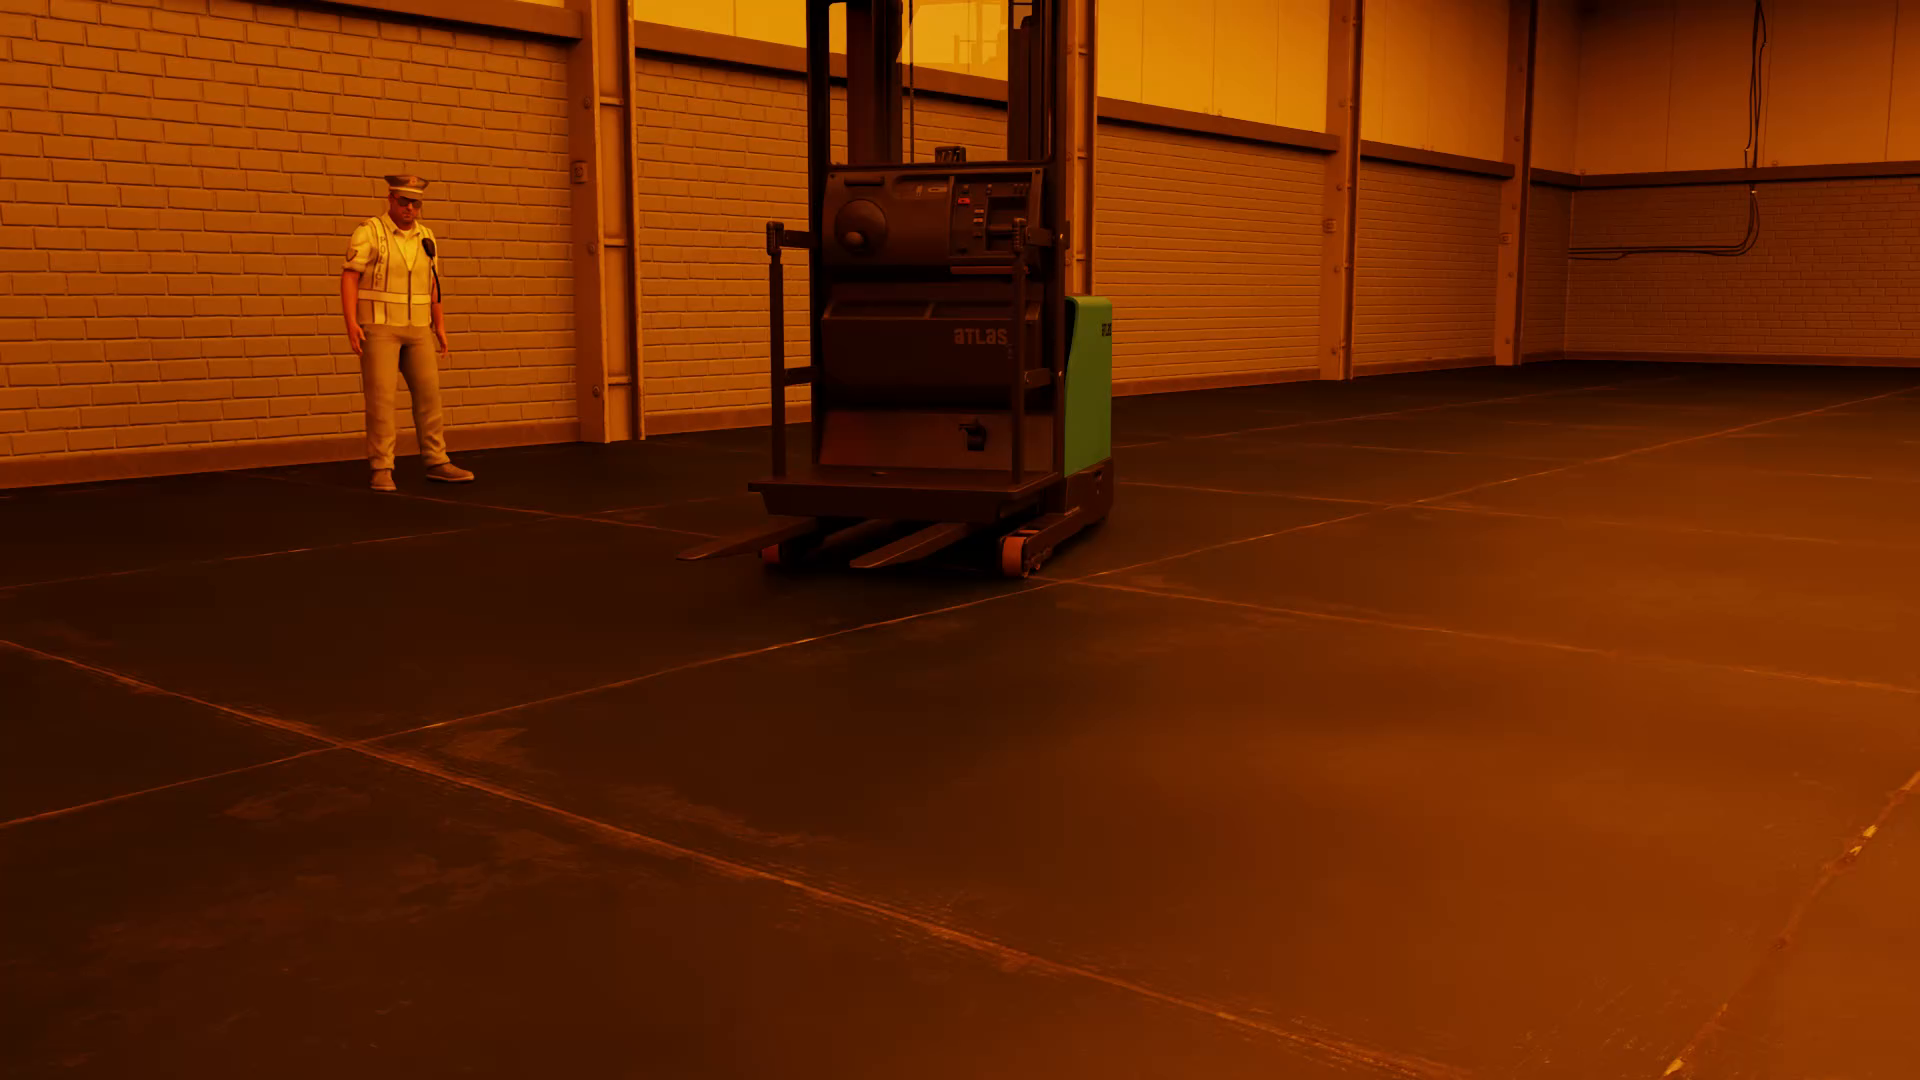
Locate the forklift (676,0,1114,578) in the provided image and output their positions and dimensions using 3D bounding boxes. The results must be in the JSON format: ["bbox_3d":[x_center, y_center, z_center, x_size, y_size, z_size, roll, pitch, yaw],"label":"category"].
[{"bbox_3d":[-0.176,-1.366,6.616,1.130,2.935,3.031,3,9,17],"label":"forklift"}]

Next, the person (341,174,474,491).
[{"bbox_3d":[-3.175,-1.184,9.465,0.482,1.755,0.674,7,11,40],"label":"person"}]
